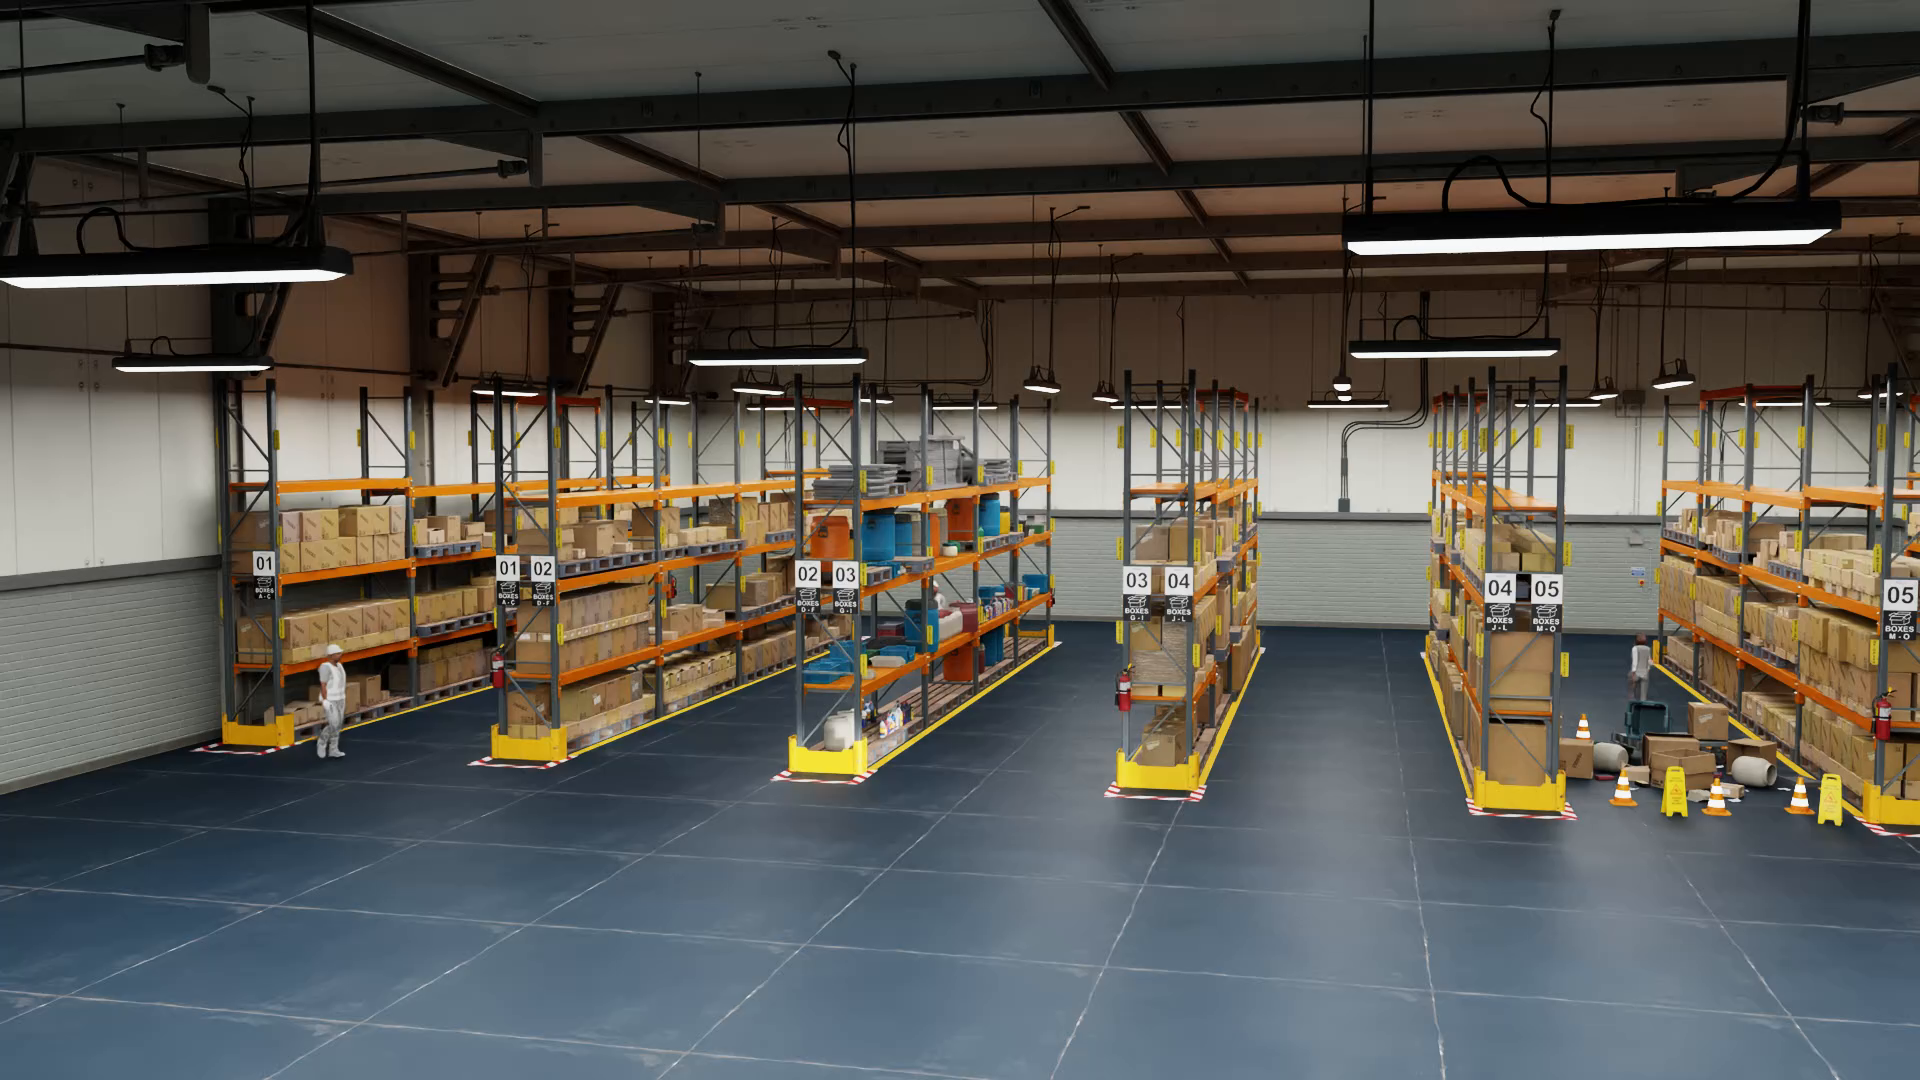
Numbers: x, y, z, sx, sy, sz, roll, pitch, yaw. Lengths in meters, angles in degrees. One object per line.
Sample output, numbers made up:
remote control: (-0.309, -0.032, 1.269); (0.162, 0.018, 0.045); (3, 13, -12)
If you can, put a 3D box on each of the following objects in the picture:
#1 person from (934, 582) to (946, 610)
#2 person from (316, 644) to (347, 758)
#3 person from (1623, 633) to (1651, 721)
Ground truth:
person: (-0.607, 1.819, 38.523); (0.599, 1.714, 1.074); (1, 4, 17)
person: (-9.867, 2.525, 26.118); (0.455, 1.782, 0.584); (1, 4, 16)
person: (12.045, 2.461, 29.443); (0.406, 1.626, 0.622); (0, 3, 7)
